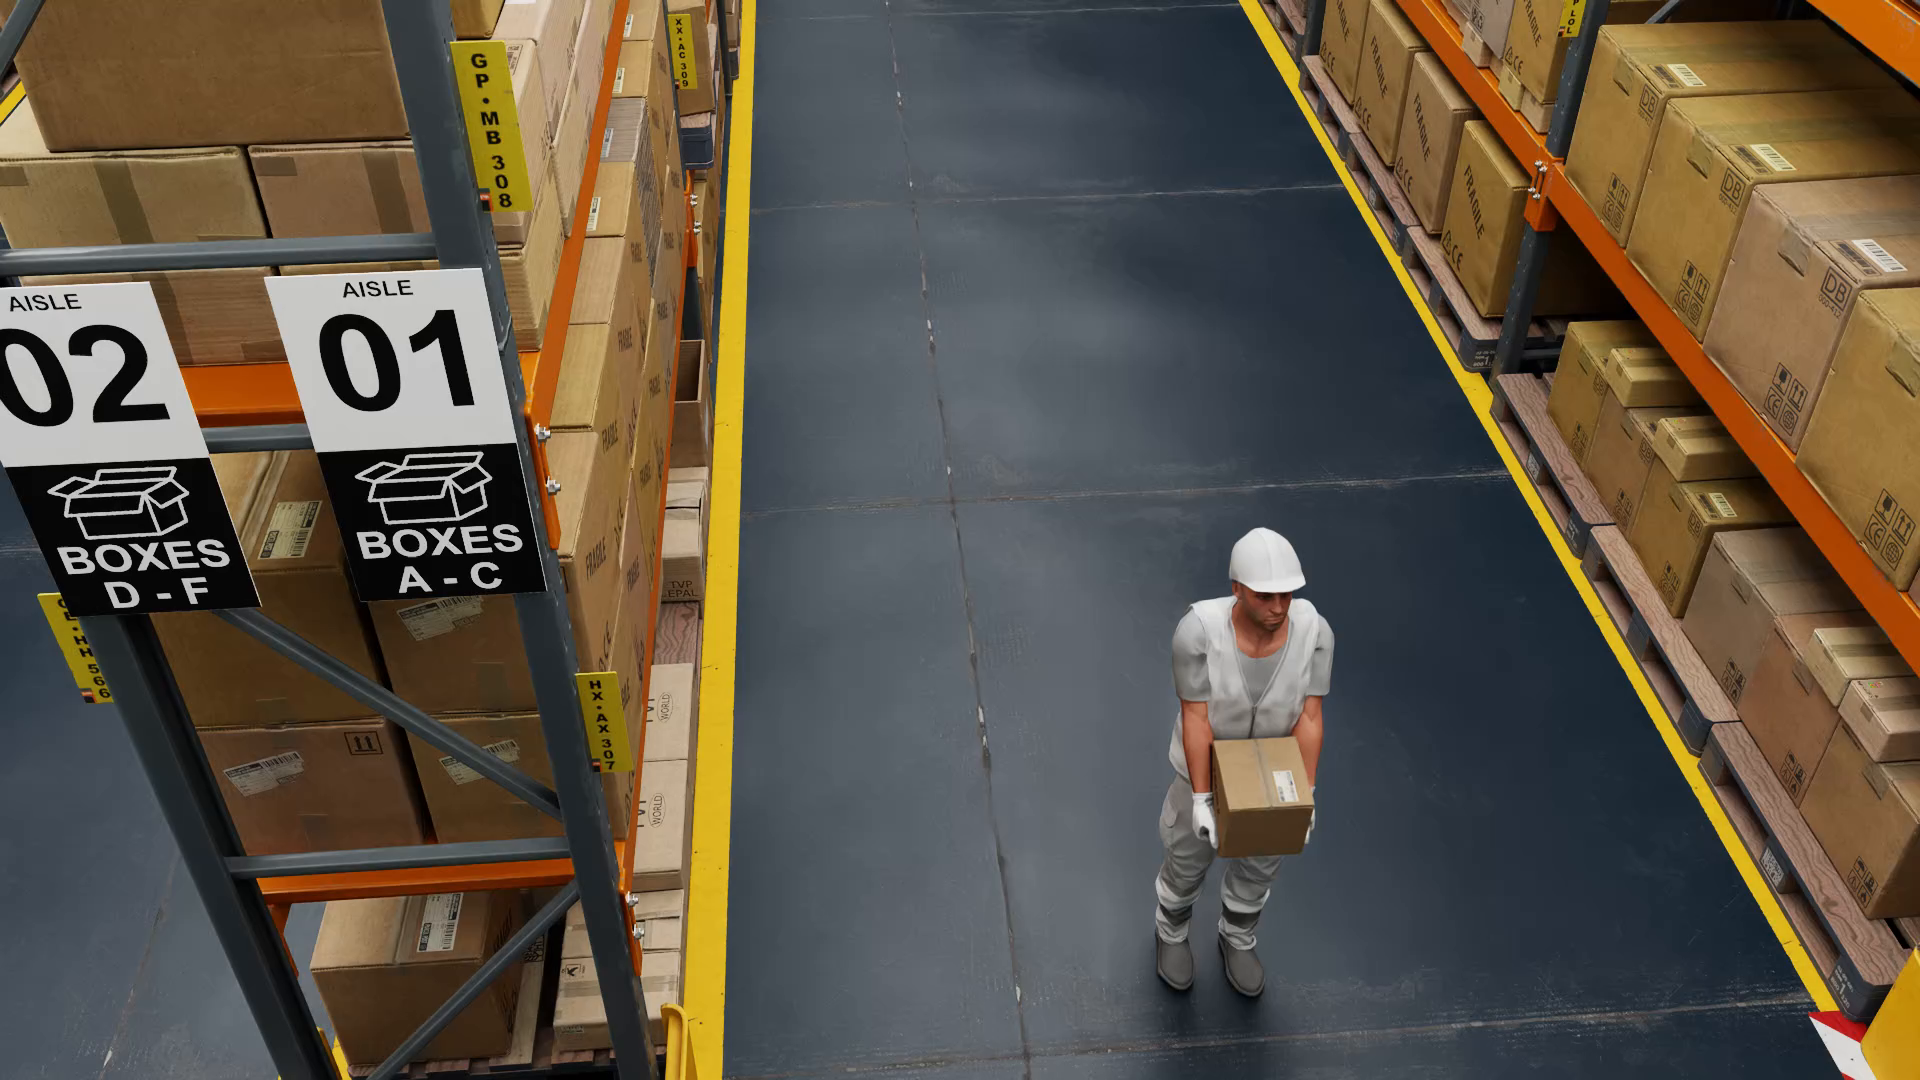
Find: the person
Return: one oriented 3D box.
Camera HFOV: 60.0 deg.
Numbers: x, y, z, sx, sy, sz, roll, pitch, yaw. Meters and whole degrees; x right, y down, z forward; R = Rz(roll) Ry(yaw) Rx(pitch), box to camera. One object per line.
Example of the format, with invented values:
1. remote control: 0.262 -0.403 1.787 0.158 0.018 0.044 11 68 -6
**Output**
1. person: 0.883 0.779 5.167 0.494 1.784 0.554 -3 39 -3
